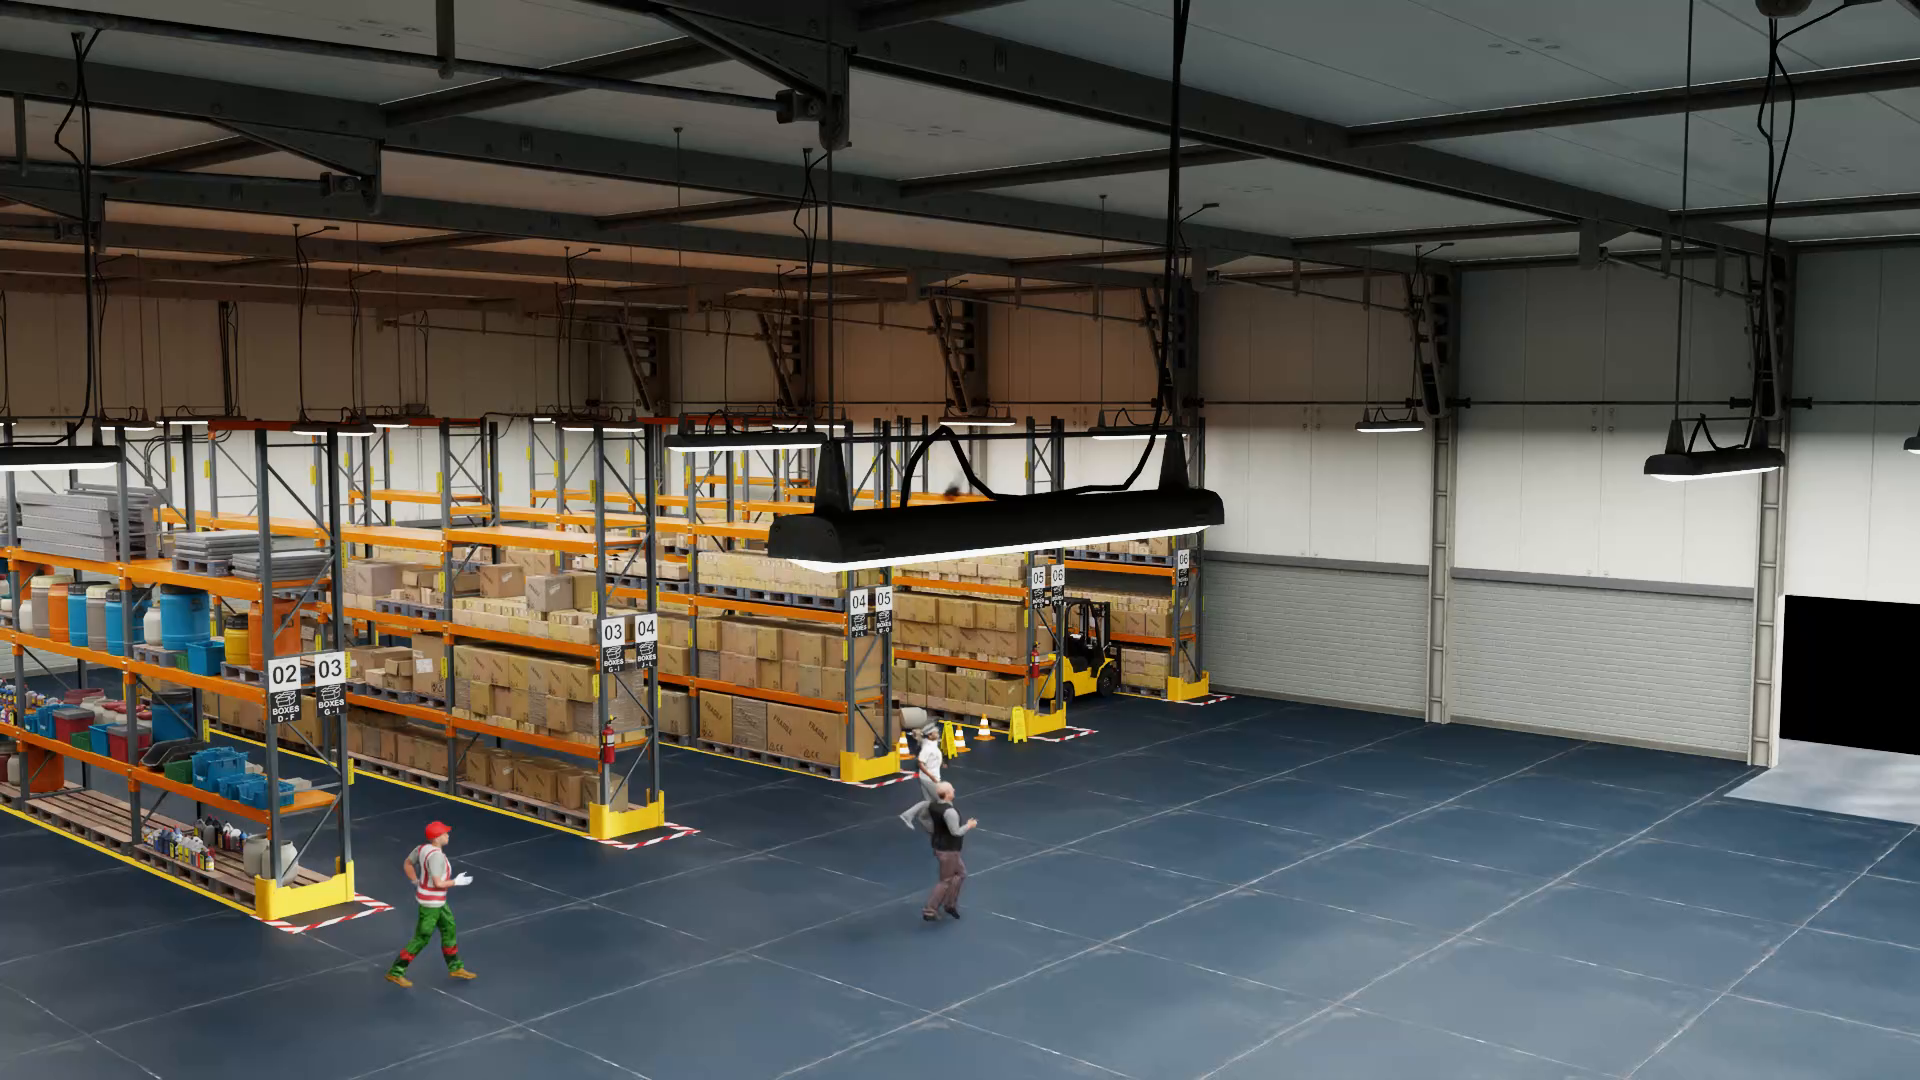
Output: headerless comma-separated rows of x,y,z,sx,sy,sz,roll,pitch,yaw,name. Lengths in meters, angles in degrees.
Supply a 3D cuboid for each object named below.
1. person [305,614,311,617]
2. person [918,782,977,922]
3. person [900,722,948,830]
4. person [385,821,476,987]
-14.668,2.453,37.318,0.558,1.589,0.845,-2,5,-26,person
-0.143,3.800,20.184,0.711,1.763,0.637,-2,5,-21,person
-0.486,3.487,24.219,0.792,1.703,0.574,-1,5,-8,person
-5.716,3.931,17.924,0.952,1.803,0.613,-2,5,-21,person
